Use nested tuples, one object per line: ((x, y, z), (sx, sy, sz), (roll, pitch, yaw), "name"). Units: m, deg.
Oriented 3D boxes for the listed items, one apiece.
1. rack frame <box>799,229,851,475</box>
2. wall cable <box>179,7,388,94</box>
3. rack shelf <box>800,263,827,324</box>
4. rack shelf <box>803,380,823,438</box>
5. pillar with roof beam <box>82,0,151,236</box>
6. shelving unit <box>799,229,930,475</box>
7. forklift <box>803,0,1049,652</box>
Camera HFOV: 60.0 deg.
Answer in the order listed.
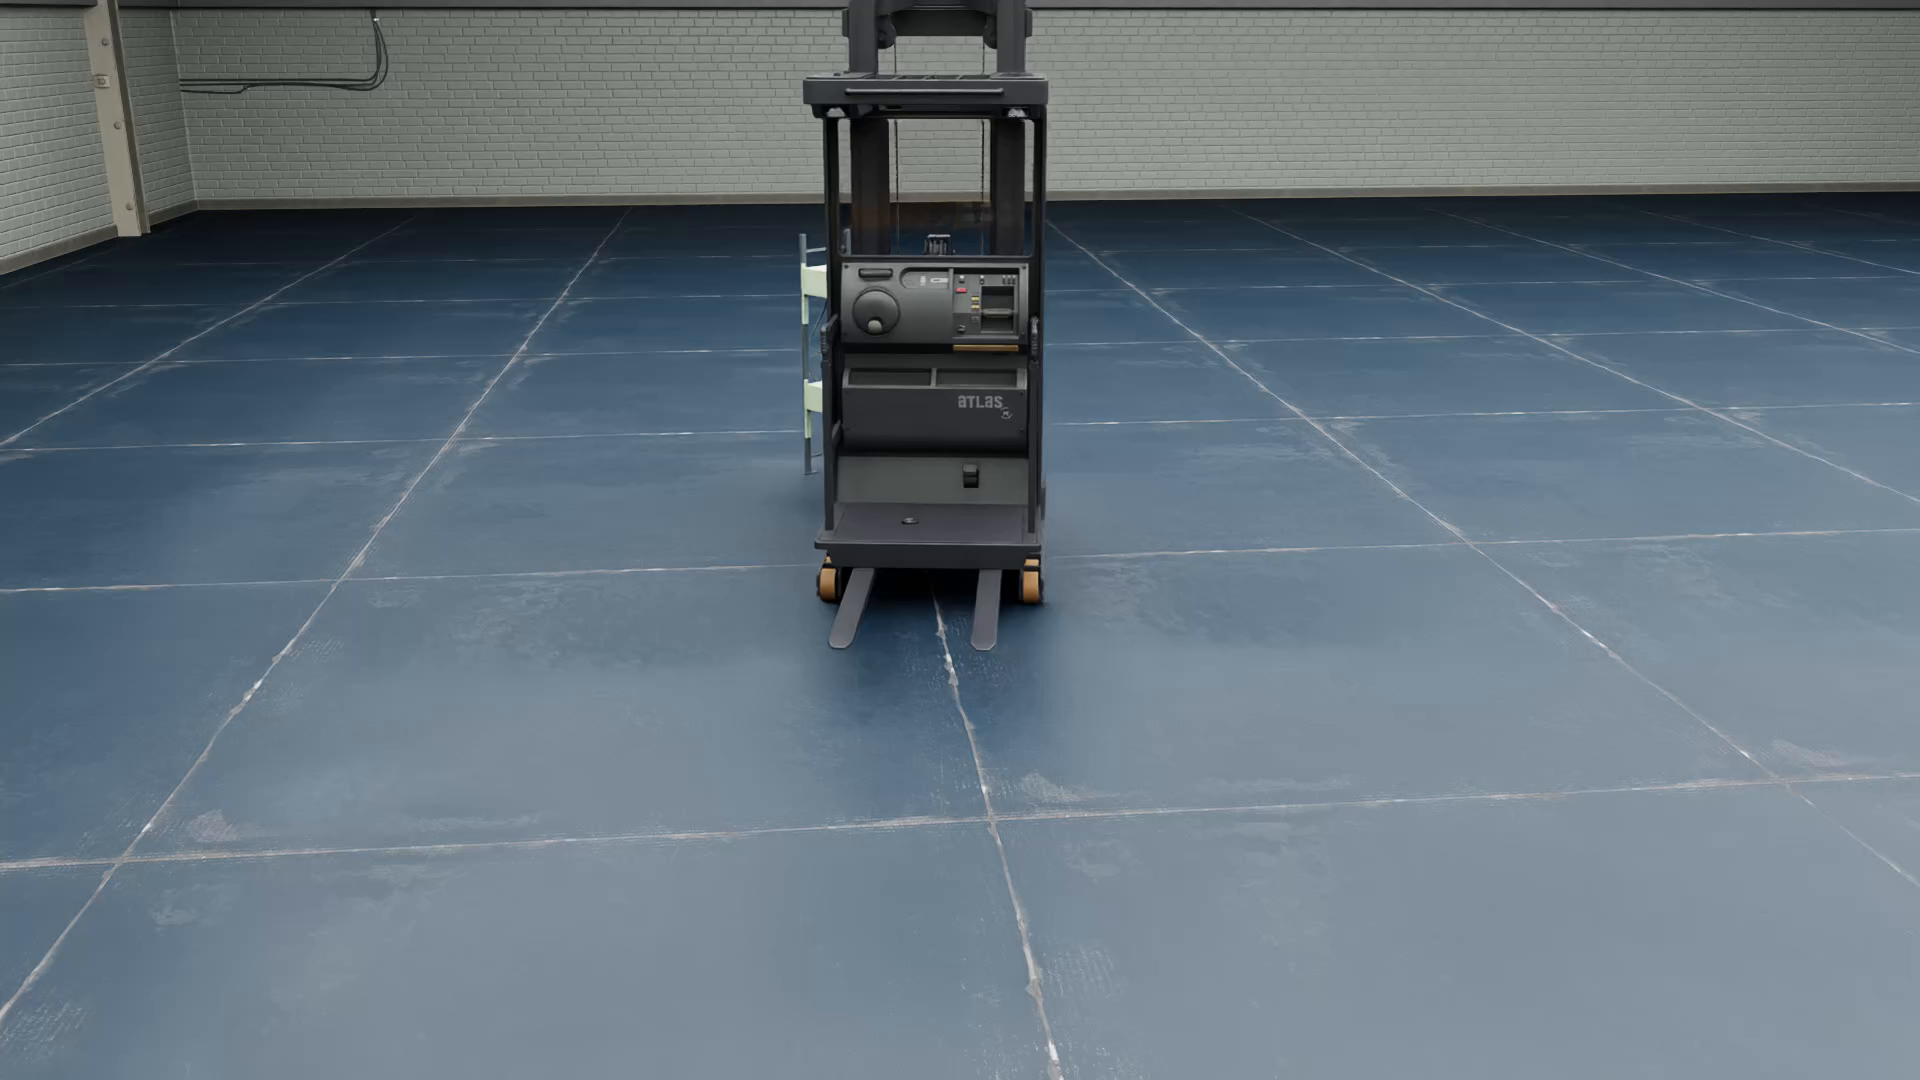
((-0.826, -1.171, 10.399), (0.023, 1.500, 0.400), (17, 24, 42), "rack frame")
((-9.994, -7.800, 24.183), (3.097, 2.526, 0.112), (-2, 18, -6), "wall cable")
((-0.565, -1.467, 10.038), (0.720, 0.370, 0.431), (17, 24, 42), "rack shelf")
((-0.568, -0.783, 10.250), (0.720, 0.370, 0.431), (17, 24, 42), "rack shelf")
((-6.724, -8.496, 21.215), (9.100, 9.000, 0.400), (-2, 18, -6), "pillar with roof beam")
((-0.567, -1.094, 10.153), (0.755, 1.500, 0.431), (17, 24, 42), "shelving unit")
((-0.133, -1.182, 8.048), (1.130, 2.935, 3.031), (1, 17, 3), "forklift")
